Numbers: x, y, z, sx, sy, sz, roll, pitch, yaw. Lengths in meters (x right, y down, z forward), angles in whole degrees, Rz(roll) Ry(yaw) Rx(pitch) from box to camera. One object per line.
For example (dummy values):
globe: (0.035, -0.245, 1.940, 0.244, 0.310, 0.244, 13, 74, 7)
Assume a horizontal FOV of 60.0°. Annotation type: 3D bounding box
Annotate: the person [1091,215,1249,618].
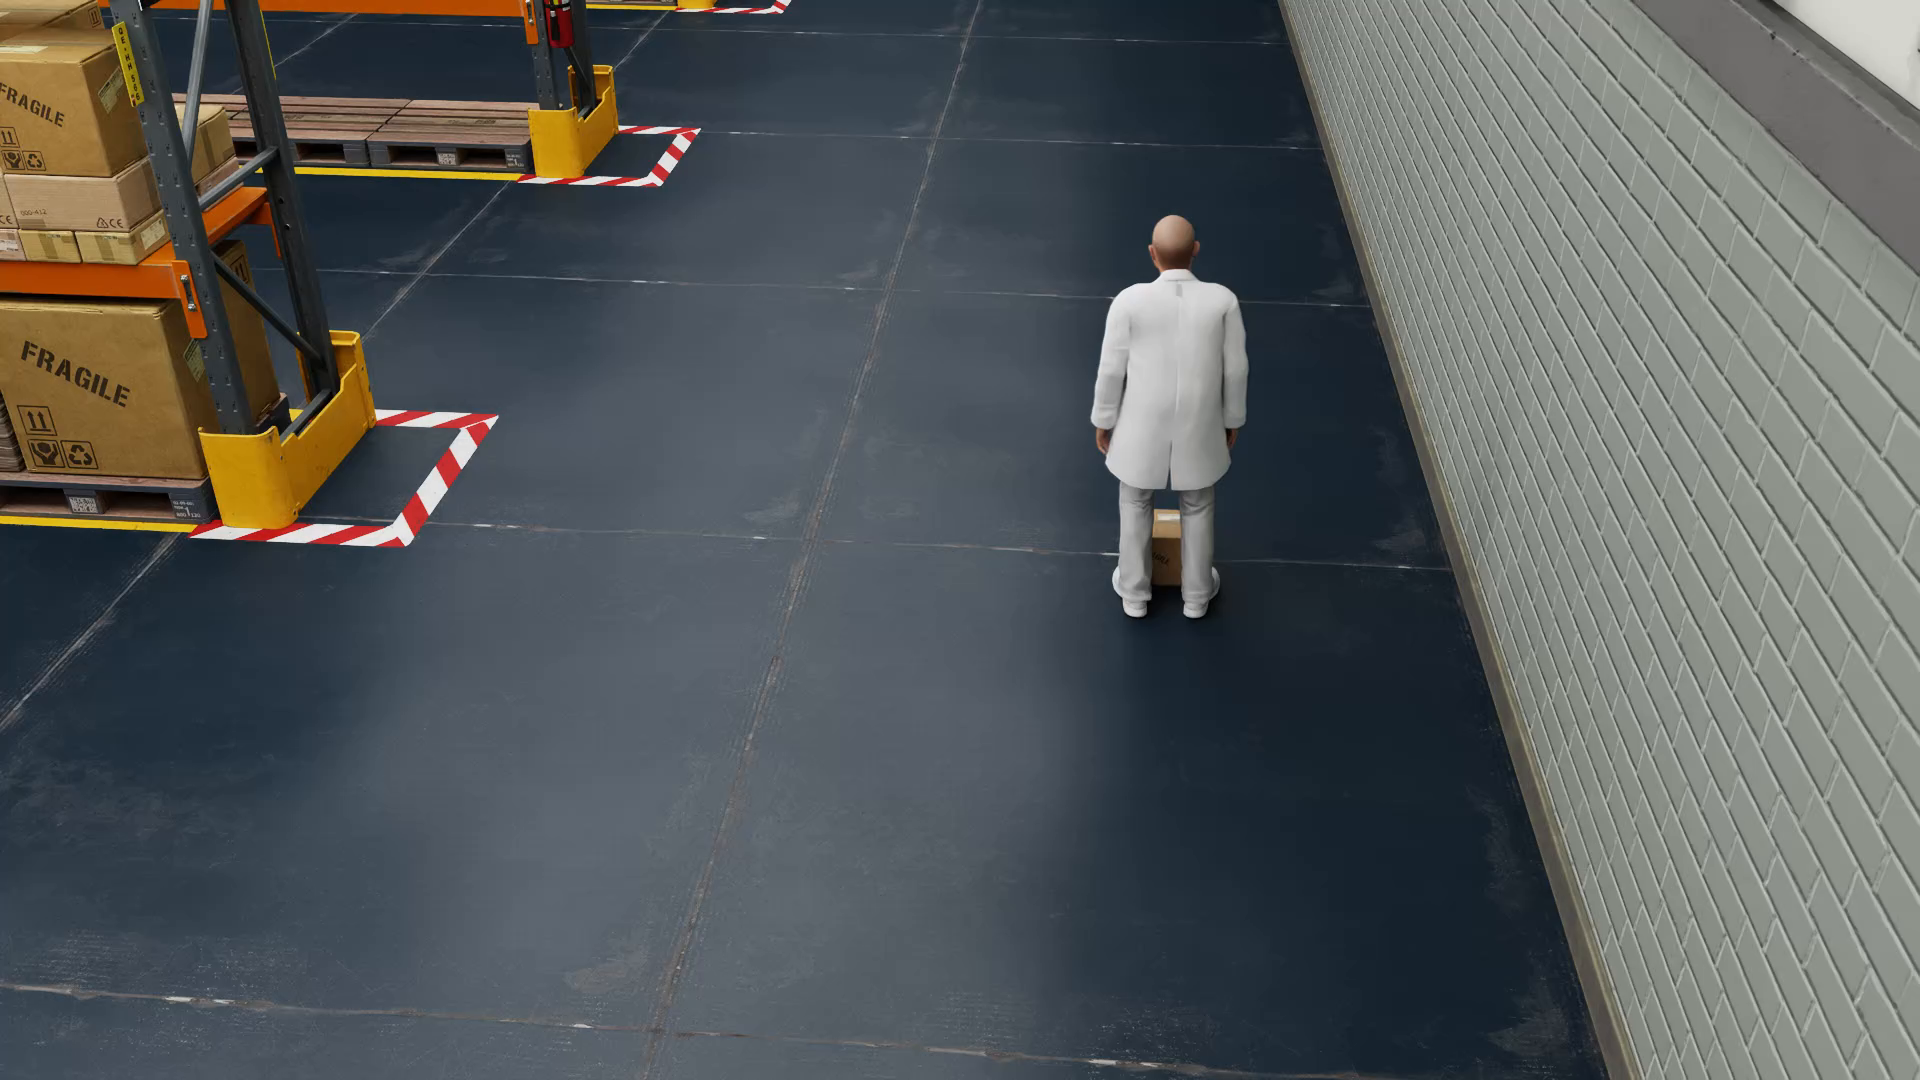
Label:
person: (0.867, -0.488, 6.946, 0.646, 1.772, 0.429, 1, 32, 1)
